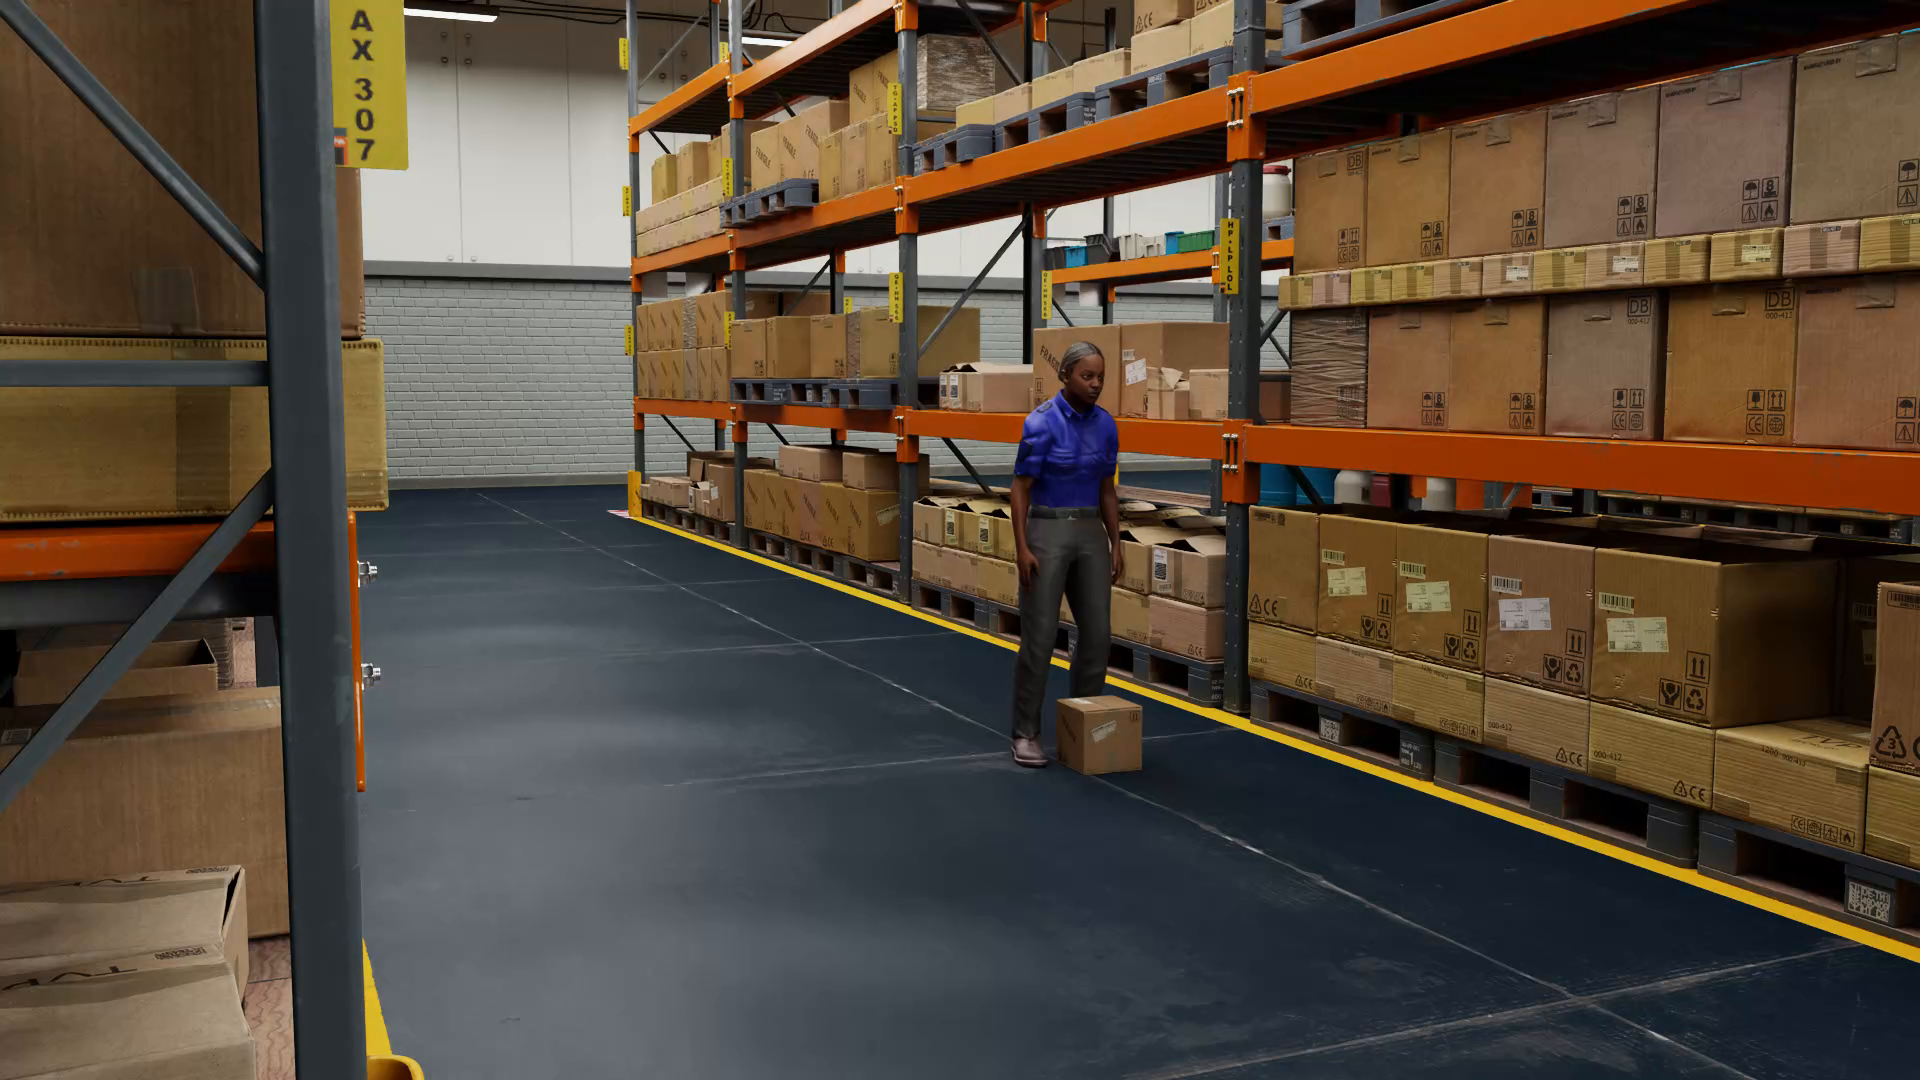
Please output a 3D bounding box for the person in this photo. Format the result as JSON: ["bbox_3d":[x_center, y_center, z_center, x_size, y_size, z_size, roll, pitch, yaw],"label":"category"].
[{"bbox_3d":[0.422,0.041,6.615,0.524,1.653,0.352,-3,6,-27],"label":"person"}]
